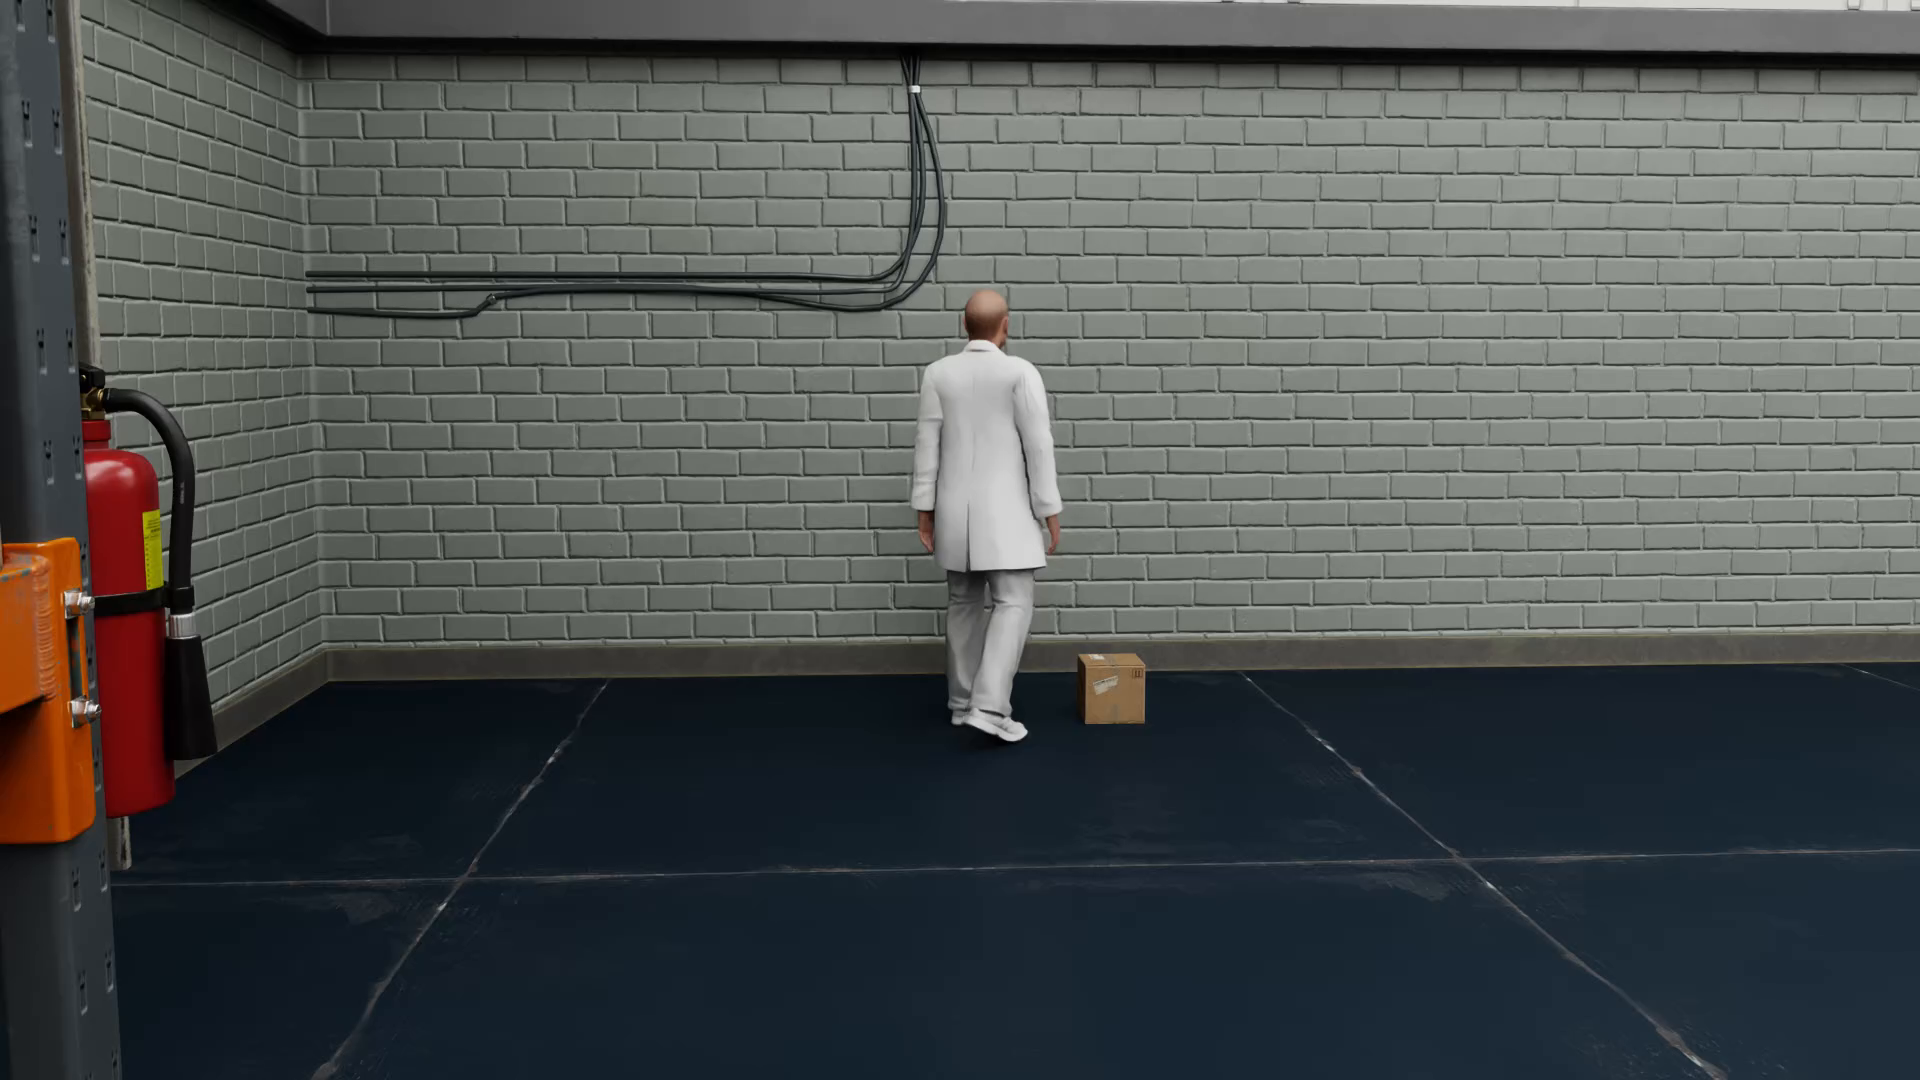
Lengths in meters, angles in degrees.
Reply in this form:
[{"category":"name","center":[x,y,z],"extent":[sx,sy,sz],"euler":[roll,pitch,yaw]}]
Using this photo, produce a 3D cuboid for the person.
[{"category":"person","center":[0.107,-0.102,6.682],"extent":[0.651,1.792,0.737],"euler":[3,8,27]}]
